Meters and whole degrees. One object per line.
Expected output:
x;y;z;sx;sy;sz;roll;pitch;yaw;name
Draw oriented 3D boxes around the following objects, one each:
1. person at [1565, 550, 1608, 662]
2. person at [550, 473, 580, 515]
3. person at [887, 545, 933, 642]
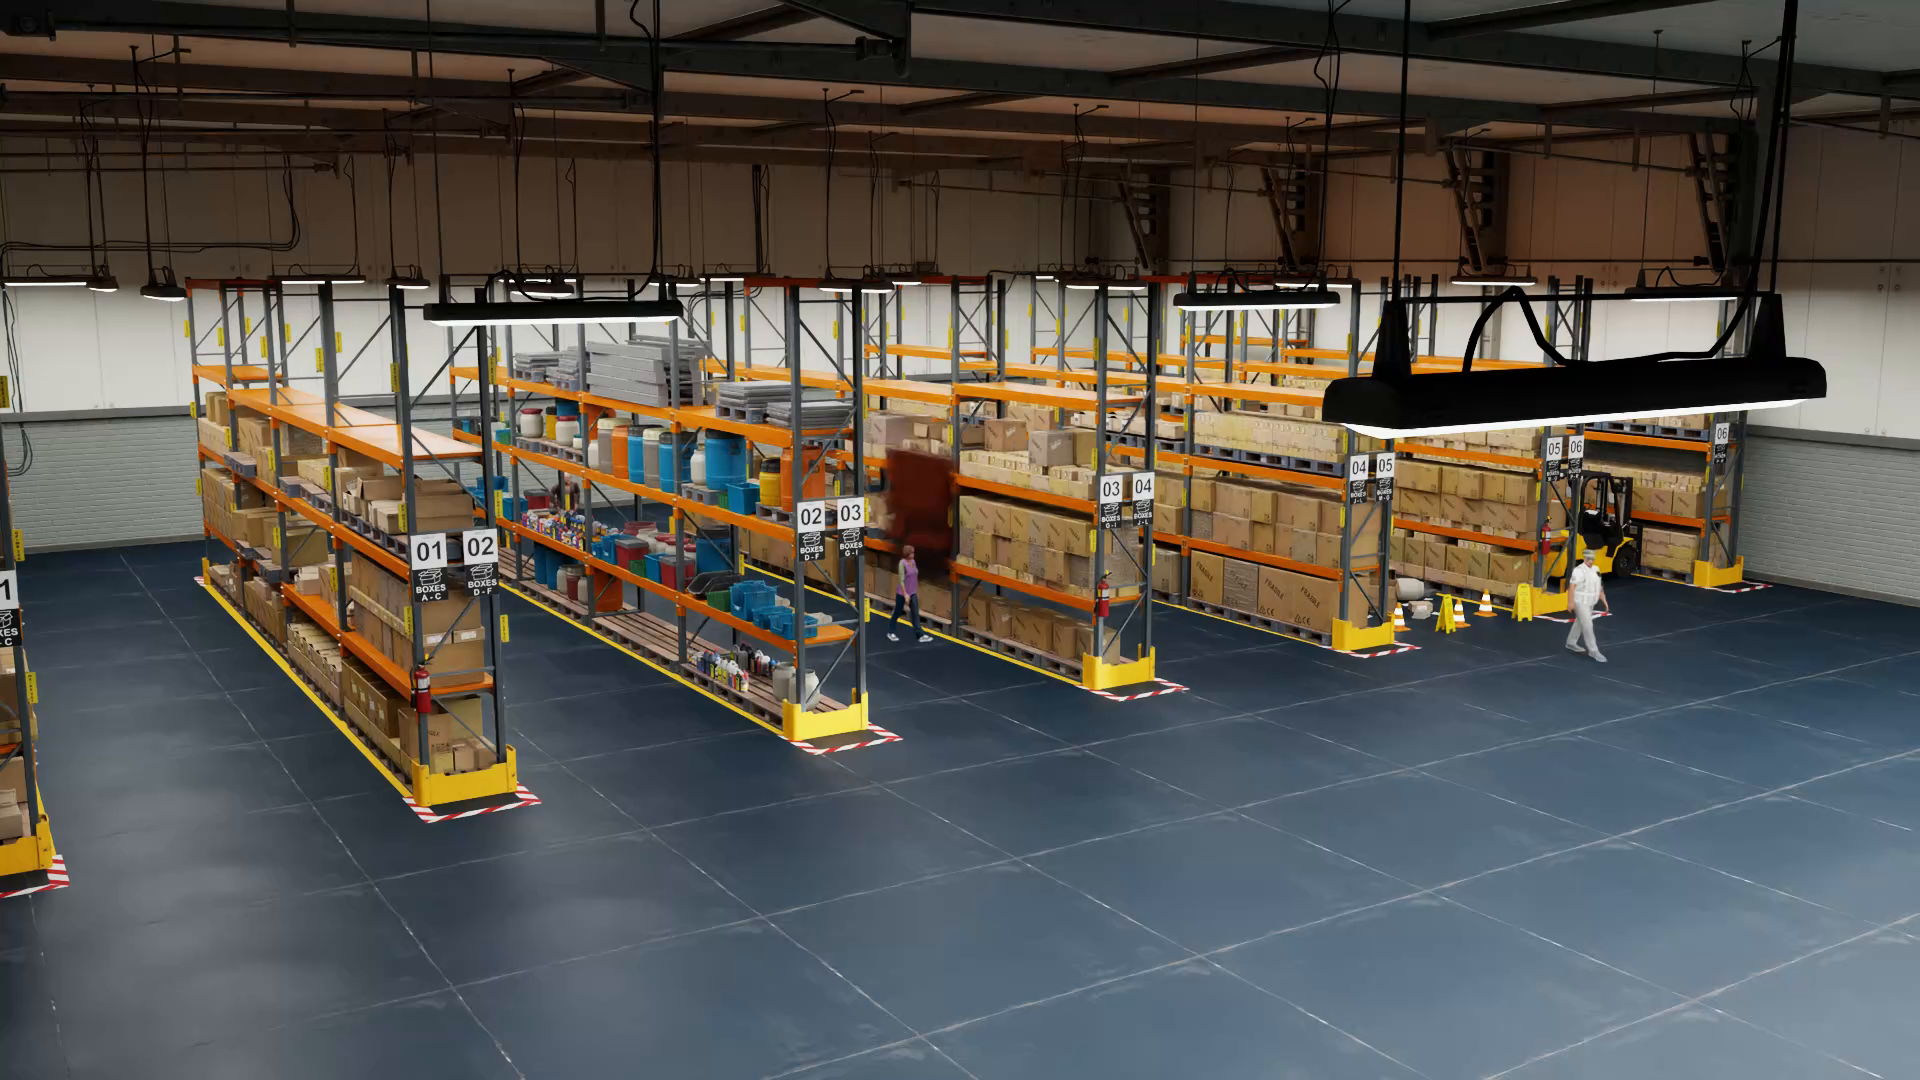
10.111;1.012;26.726;0.560;1.747;0.863;-6;11;-32;person
-8.816;-0.695;37.146;0.728;1.680;0.673;-4;10;-24;person
-0.807;0.853;26.338;0.862;1.564;0.476;7;12;38;person
